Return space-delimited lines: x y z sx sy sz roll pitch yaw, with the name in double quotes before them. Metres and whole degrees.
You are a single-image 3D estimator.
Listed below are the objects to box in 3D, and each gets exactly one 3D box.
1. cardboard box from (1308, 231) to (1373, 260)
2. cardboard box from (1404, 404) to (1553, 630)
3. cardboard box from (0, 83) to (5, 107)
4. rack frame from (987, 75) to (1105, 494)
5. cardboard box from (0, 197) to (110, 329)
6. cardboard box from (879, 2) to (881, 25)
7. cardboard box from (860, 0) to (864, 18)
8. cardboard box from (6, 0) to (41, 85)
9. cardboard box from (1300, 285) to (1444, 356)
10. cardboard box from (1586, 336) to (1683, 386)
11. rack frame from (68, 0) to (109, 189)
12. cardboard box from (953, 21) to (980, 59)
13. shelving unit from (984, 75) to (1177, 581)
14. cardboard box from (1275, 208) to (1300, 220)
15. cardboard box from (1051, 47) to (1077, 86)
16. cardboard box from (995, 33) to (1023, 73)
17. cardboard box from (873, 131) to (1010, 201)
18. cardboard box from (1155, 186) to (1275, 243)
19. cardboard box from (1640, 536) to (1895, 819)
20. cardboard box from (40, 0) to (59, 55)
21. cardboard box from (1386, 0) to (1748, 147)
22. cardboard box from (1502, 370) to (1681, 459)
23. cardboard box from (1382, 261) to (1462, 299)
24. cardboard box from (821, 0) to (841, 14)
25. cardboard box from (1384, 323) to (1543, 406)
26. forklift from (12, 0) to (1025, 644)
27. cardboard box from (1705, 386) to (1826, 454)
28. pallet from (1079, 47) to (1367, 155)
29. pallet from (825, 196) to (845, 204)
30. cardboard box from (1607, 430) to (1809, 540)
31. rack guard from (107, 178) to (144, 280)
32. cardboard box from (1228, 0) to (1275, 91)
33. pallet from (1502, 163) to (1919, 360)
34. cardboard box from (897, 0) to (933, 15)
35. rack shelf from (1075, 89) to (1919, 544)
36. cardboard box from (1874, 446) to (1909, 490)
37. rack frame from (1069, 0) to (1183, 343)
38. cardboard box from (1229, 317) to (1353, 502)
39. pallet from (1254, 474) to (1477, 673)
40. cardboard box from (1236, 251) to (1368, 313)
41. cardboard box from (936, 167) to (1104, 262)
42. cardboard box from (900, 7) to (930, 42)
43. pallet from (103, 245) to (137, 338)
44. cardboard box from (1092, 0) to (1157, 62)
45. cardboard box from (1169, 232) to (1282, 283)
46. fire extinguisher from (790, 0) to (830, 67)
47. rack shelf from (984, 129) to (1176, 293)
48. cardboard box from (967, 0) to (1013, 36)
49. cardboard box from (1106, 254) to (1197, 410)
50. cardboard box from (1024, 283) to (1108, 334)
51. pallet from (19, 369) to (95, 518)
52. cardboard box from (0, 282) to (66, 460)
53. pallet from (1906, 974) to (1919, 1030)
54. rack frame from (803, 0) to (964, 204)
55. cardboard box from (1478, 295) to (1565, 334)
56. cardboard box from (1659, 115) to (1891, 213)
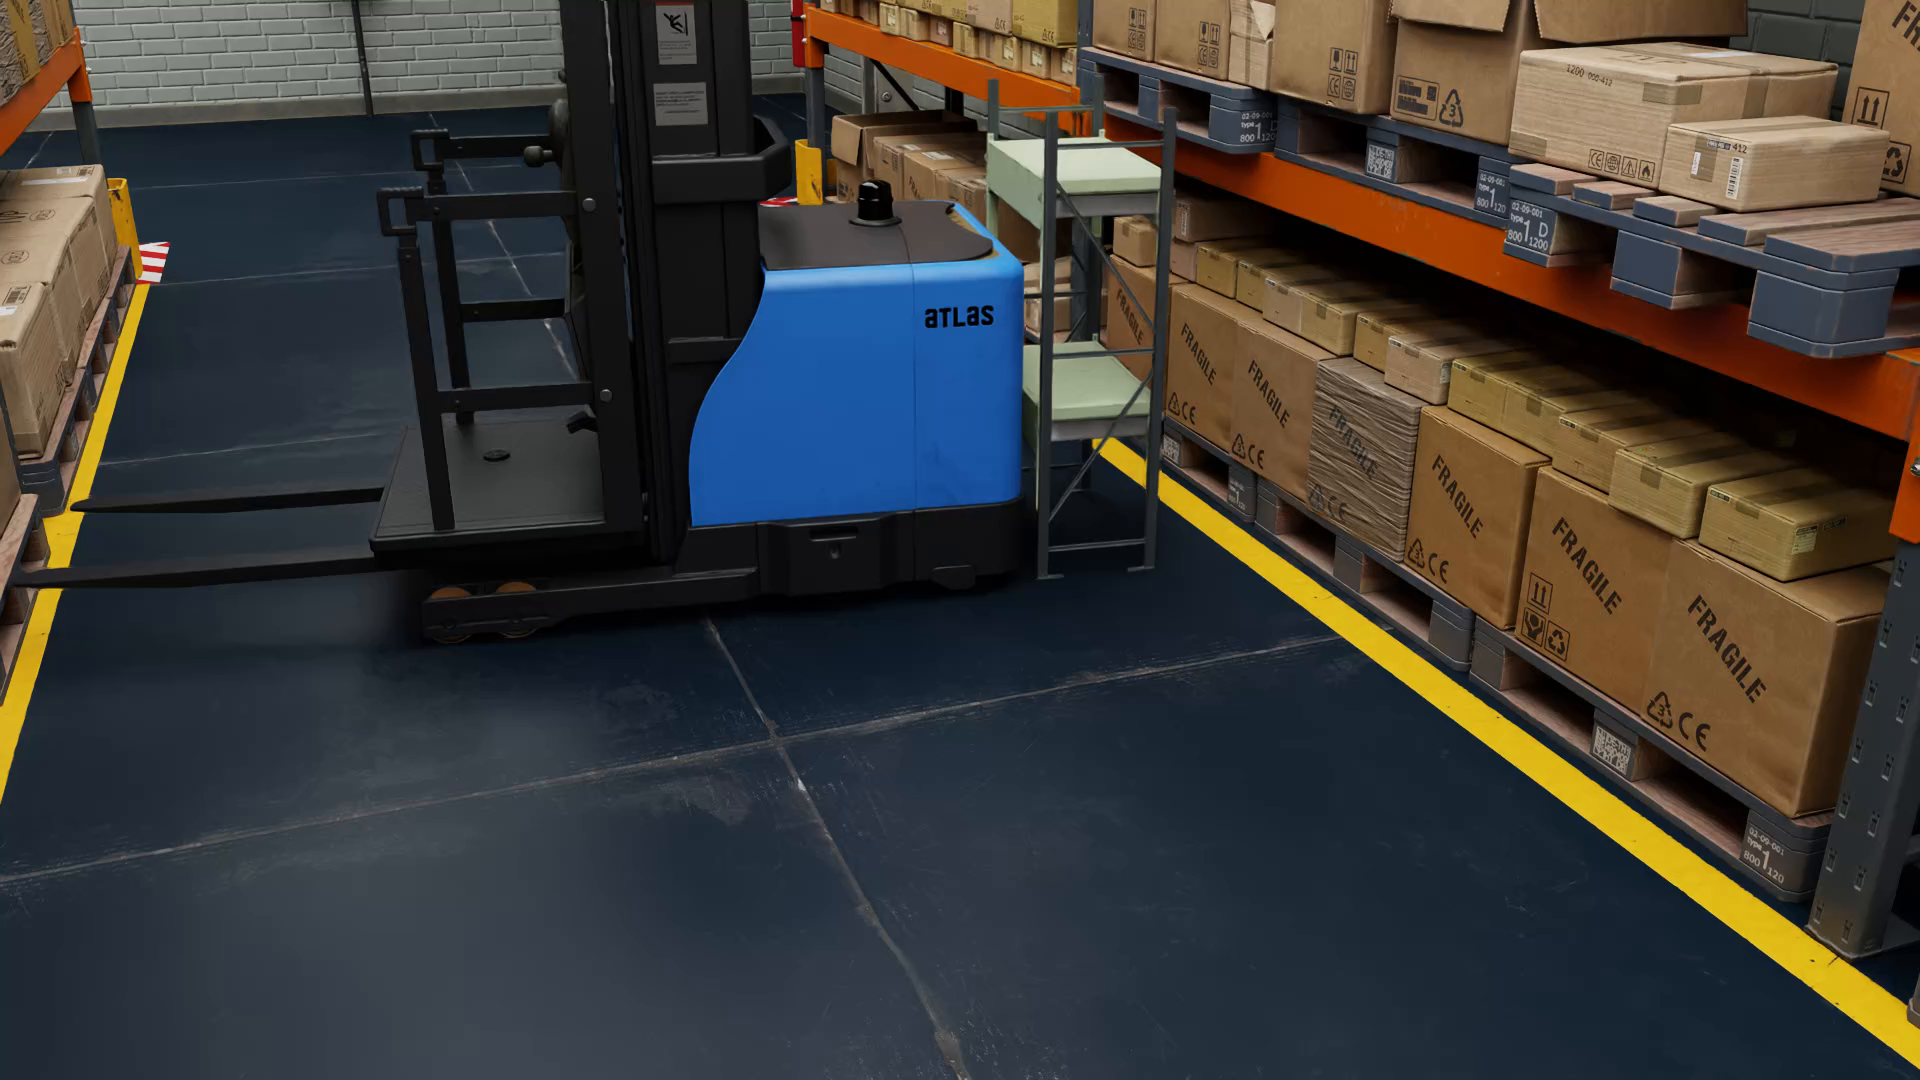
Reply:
"cardboard box" 1.540 -1.077 6.286 0.380 0.149 0.250 -8 24 -18
"cardboard box" 1.657 -0.098 4.799 0.500 0.500 0.500 -7 24 -17
"cardboard box" -3.789 -1.766 5.950 0.500 0.500 0.500 -8 24 -19
"rack frame" 0.289 -0.856 5.851 0.400 1.500 0.023 -5 23 -11
"cardboard box" -4.449 -1.239 7.586 0.875 0.438 0.875 -8 24 -18
"cardboard box" -0.216 -2.821 8.904 0.380 0.149 0.250 -8 24 -18
"cardboard box" -0.347 -3.017 9.369 0.380 0.149 0.250 -9 24 -20
"cardboard box" -4.140 -2.135 6.825 0.500 0.500 0.500 -8 24 -17
"cardboard box" 1.346 -0.721 5.440 0.380 0.149 0.250 -7 24 -17
"cardboard box" 2.090 -0.512 4.944 0.380 0.149 0.250 -9 24 -20
"rack frame" -5.107 -2.784 8.493 1.000 3.000 0.127 -8 24 -19
"cardboard box" 0.189 -2.349 7.785 0.380 0.149 0.250 -9 24 -20
"shelving unit" 0.368 -0.718 5.522 0.431 1.500 0.755 -5 23 -11
"cardboard box" 1.348 -1.259 6.718 0.380 0.149 0.250 -9 25 -21
"cardboard box" 0.599 -1.978 6.905 0.380 0.149 0.250 -8 24 -18
"cardboard box" 0.373 -2.161 7.339 0.380 0.149 0.250 -8 24 -18
"cardboard box" -0.072 -1.957 9.208 0.700 0.500 0.500 -7 24 -17
"cardboard box" 0.963 -1.236 6.280 0.380 0.149 0.250 -10 25 -22
"cardboard box" 2.011 0.275 3.914 0.500 0.500 0.500 -8 24 -17
"cardboard box" -4.526 -2.507 7.706 0.500 0.500 0.500 -9 24 -20
"cardboard box" 1.612 -1.368 4.461 0.797 0.503 0.637 -9 24 -20
"cardboard box" 1.722 -0.344 4.545 0.380 0.149 0.250 -8 24 -17
"cardboard box" 1.702 -0.880 5.819 0.380 0.149 0.250 -8 24 -18
"cardboard box" -0.605 -3.193 9.788 0.380 0.149 0.250 -9 24 -19
"cardboard box" 1.508 -0.530 4.989 0.380 0.149 0.250 -10 25 -22
"forklift" -1.362 -1.262 4.971 3.031 2.935 1.130 -5 23 -11
"cardboard box" 2.237 -0.312 4.470 0.380 0.149 0.250 -8 24 -18
"pallet" 1.129 -1.619 5.976 1.003 0.211 1.213 -8 24 -19
"pallet" -0.155 -1.864 9.901 1.003 0.211 1.213 -8 24 -19
"cardboard box" 1.825 -0.140 4.062 0.380 0.149 0.250 -10 25 -22
"rack guard" -5.116 -1.641 8.999 1.175 0.500 0.348 -8 24 -19
"cardboard box" 1.080 -1.587 5.286 0.396 0.266 0.258 -7 24 -16
"pallet" 2.056 -0.708 3.814 1.213 0.211 1.003 -8 24 -19
"cardboard box" 0.005 -2.783 8.300 0.500 0.250 0.500 -9 24 -20
"rack shelf" 1.655 -0.955 5.079 1.077 0.370 4.000 -8 24 -19
"cardboard box" 2.469 -0.132 4.044 0.380 0.149 0.250 -7 24 -16
"rack frame" 0.948 -2.013 6.664 1.000 3.000 0.127 -8 24 -19
"cardboard box" 1.278 -0.474 5.690 0.500 0.500 0.500 -9 25 -21
"pallet" 1.706 0.007 5.463 1.003 0.211 1.213 -8 24 -19
"cardboard box" 1.207 -0.907 5.883 0.380 0.149 0.250 -9 24 -20
"cardboard box" 0.295 -1.580 8.313 0.700 0.500 0.500 -9 25 -21
"cardboard box" -0.085 -2.626 8.441 0.380 0.149 0.250 -8 24 -18
"pallet" -4.751 -1.219 8.371 1.003 0.211 1.213 -8 24 -19
"cardboard box" 0.910 -2.046 6.073 0.700 0.500 0.500 -8 24 -18
"cardboard box" 0.996 -1.097 6.332 0.380 0.149 0.250 -9 24 -20
"fire extinguisher" -0.949 -3.249 10.176 0.296 0.674 0.183 -8 24 -19
"rack shelf" 0.368 -1.077 5.370 0.431 0.370 0.720 -5 23 -11
"cardboard box" 0.349 -2.412 7.422 0.500 0.250 0.500 -8 24 -19
"cardboard box" 0.909 -0.848 6.577 0.500 0.500 0.500 -7 24 -17
"cardboard box" 0.477 -1.055 7.520 0.380 0.149 0.250 -9 25 -21
"pallet" -3.889 -0.333 6.267 1.003 0.211 1.213 -8 24 -19
"cardboard box" -3.815 -0.586 6.037 0.875 0.438 0.875 -9 24 -20
"pallet" 2.616 1.030 3.034 1.003 0.211 1.213 -8 24 -19
"rack frame" -0.465 -3.466 10.112 1.000 3.000 0.127 -8 24 -19
"cardboard box" 1.906 -0.699 5.388 0.380 0.149 0.250 -9 25 -21
"cardboard box" 1.770 -0.823 3.624 0.380 0.149 0.250 -8 24 -18
